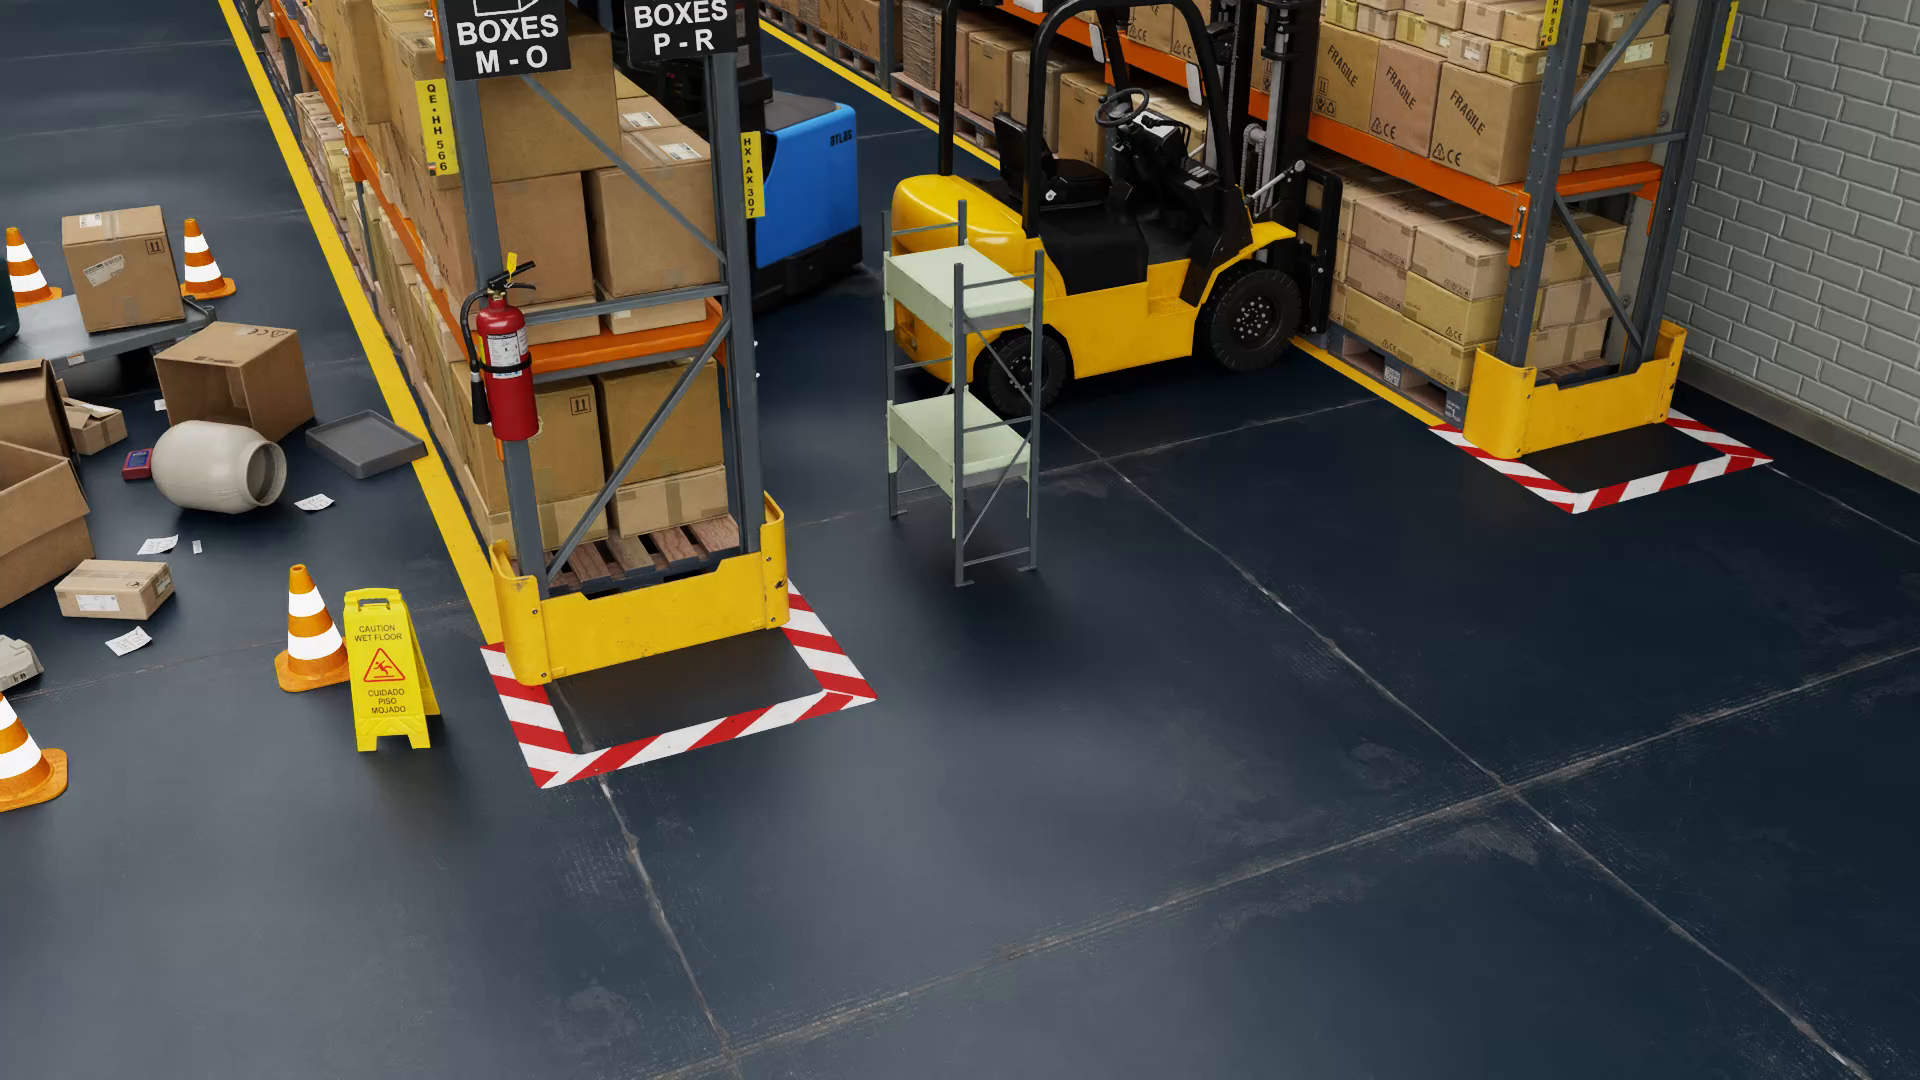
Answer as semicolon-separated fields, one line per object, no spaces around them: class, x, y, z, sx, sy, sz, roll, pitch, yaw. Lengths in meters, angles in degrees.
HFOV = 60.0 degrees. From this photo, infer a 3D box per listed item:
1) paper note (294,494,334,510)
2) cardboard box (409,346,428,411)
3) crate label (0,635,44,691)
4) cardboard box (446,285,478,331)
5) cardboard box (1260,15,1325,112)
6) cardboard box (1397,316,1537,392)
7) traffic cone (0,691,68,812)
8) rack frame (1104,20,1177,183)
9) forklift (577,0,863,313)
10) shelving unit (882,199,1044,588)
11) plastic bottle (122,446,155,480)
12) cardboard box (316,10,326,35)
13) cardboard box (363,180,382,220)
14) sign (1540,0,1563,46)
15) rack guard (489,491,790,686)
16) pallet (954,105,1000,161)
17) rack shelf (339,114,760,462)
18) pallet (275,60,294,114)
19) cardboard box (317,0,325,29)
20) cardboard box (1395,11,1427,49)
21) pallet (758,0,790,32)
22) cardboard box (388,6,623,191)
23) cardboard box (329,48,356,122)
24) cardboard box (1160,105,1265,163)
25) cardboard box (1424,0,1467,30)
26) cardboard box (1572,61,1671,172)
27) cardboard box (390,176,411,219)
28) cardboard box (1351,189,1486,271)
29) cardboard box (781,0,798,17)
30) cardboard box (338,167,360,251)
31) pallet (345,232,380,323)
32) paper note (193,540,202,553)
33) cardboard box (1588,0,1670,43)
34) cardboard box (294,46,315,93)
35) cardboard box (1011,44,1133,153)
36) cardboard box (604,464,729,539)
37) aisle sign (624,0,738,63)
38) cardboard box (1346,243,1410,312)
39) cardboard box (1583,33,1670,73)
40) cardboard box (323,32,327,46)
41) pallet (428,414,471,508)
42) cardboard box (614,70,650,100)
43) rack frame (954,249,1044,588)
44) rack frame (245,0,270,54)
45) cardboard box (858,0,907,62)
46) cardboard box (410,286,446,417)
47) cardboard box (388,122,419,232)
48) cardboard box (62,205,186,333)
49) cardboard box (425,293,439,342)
paper note;-3.123;-0.185;8.049;0.148;0.019;0.142;26;38;38
cardboard box;-2.516;-0.841;8.565;0.500;0.250;0.500;-14;32;-23
crate label;-3.878;0.504;6.711;0.298;0.136;0.250;19;34;30
cardboard box;-1.841;-0.974;6.677;0.380;0.149;0.250;-13;32;-23
cardboard box;2.095;-2.801;9.577;0.500;0.500;0.500;-13;32;-22
cardboard box;2.716;-1.044;8.926;0.500;0.250;0.500;-13;32;-22
traffic cone;-3.484;0.696;6.035;0.336;0.463;0.334;-13;32;-22
rack frame;1.486;-3.685;11.255;1.000;3.000;0.127;-13;32;-22
forklift;-1.896;-2.606;9.401;1.130;2.935;3.031;19;34;30
shelving unit;0.003;-0.651;7.378;0.431;1.500;0.755;-13;32;-22
plastic bottle;-4.135;-0.396;8.394;0.133;0.061;0.283;-8;30;-13
cardboard box;-3.401;-3.154;9.472;0.500;0.500;0.500;-14;32;-23
cardboard box;-2.986;-1.850;8.935;0.380;0.149;0.250;-13;32;-21
sign;2.707;-2.419;7.571;0.100;0.325;0.005;-13;32;-22
rack guard;-1.311;0.182;6.914;1.175;0.500;0.348;-13;32;-22
pallet;0.607;-3.326;13.466;1.003;0.211;1.213;-13;32;-22
rack shelf;-2.137;-1.444;7.994;1.077;0.370;4.000;-13;32;-22
pallet;-5.503;-4.094;14.836;1.003;0.211;1.213;-13;32;-22
cardboard box;-2.803;-2.781;8.214;0.700;0.500;0.500;-13;32;-22
cardboard box;2.513;-2.685;8.707;0.380;0.149;0.250;-13;32;-22
pallet;-1.565;-5.652;17.613;1.003;0.211;1.213;-13;32;-22
cardboard box;-1.695;-1.664;6.222;0.700;0.500;0.500;-14;32;-23
cardboard box;-3.058;-2.562;8.846;0.500;0.500;0.500;-13;32;-22
cardboard box;1.621;-2.598;10.676;0.500;0.250;0.500;-13;32;-22
cardboard box;2.588;-2.701;8.430;0.380;0.149;0.250;-12;32;-21
cardboard box;3.241;-2.239;8.574;0.500;0.500;0.500;-12;31;-20
cardboard box;-2.476;-1.653;7.888;0.380;0.149;0.250;-13;32;-22
cardboard box;2.499;-1.701;9.076;0.500;0.250;0.500;-12;32;-21
cardboard box;-1.496;-5.597;16.790;0.500;0.500;0.500;-14;32;-23
cardboard box;-3.534;-2.227;10.911;0.950;0.372;0.625;-11;31;-19
pallet;-3.331;-1.769;10.689;1.003;0.211;1.213;-13;32;-22
paper note;-3.525;0.031;7.684;0.032;0.001;0.123;-13;32;-22
cardboard box;3.252;-2.568;8.193;0.380;0.149;0.250;-14;32;-23
cardboard box;-4.934;-3.987;13.537;0.875;0.875;0.875;-13;32;-22
cardboard box;0.926;-3.405;12.755;0.875;0.625;0.625;-13;32;-22
cardboard box;-1.375;-0.273;7.552;0.500;0.250;0.500;-13;32;-22
aisle sign;-0.972;-2.046;5.674;0.394;0.787;0.004;-13;32;-22
cardboard box;2.506;-1.494;9.217;0.500;0.250;0.500;-13;32;-22
cardboard box;3.292;-2.449;8.286;0.380;0.149;0.250;-14;32;-23
cardboard box;-3.563;-3.005;9.869;0.380;0.149;0.250;-14;32;-23
pallet;-2.147;-0.596;8.598;1.003;0.211;1.213;-13;32;-22
cardboard box;-1.676;-1.768;7.430;0.500;0.500;0.500;-14;32;-23
rack frame;0.160;-0.490;7.090;0.400;1.500;0.023;-13;32;-22
rack frame;-6.430;-6.175;15.696;1.000;3.000;0.127;-13;32;-22
cardboard box;-0.607;-4.687;15.168;0.500;0.500;0.500;-12;31;-21
cardboard box;-2.295;-0.939;7.973;0.500;0.500;0.500;-14;32;-23
cardboard box;-2.182;-1.674;7.262;0.500;0.500;0.500;-13;32;-22
cardboard box;-4.590;-1.495;9.130;0.500;0.500;0.500;-13;32;-22
cardboard box;-2.181;-1.027;7.467;0.380;0.149;0.250;-13;32;-21
